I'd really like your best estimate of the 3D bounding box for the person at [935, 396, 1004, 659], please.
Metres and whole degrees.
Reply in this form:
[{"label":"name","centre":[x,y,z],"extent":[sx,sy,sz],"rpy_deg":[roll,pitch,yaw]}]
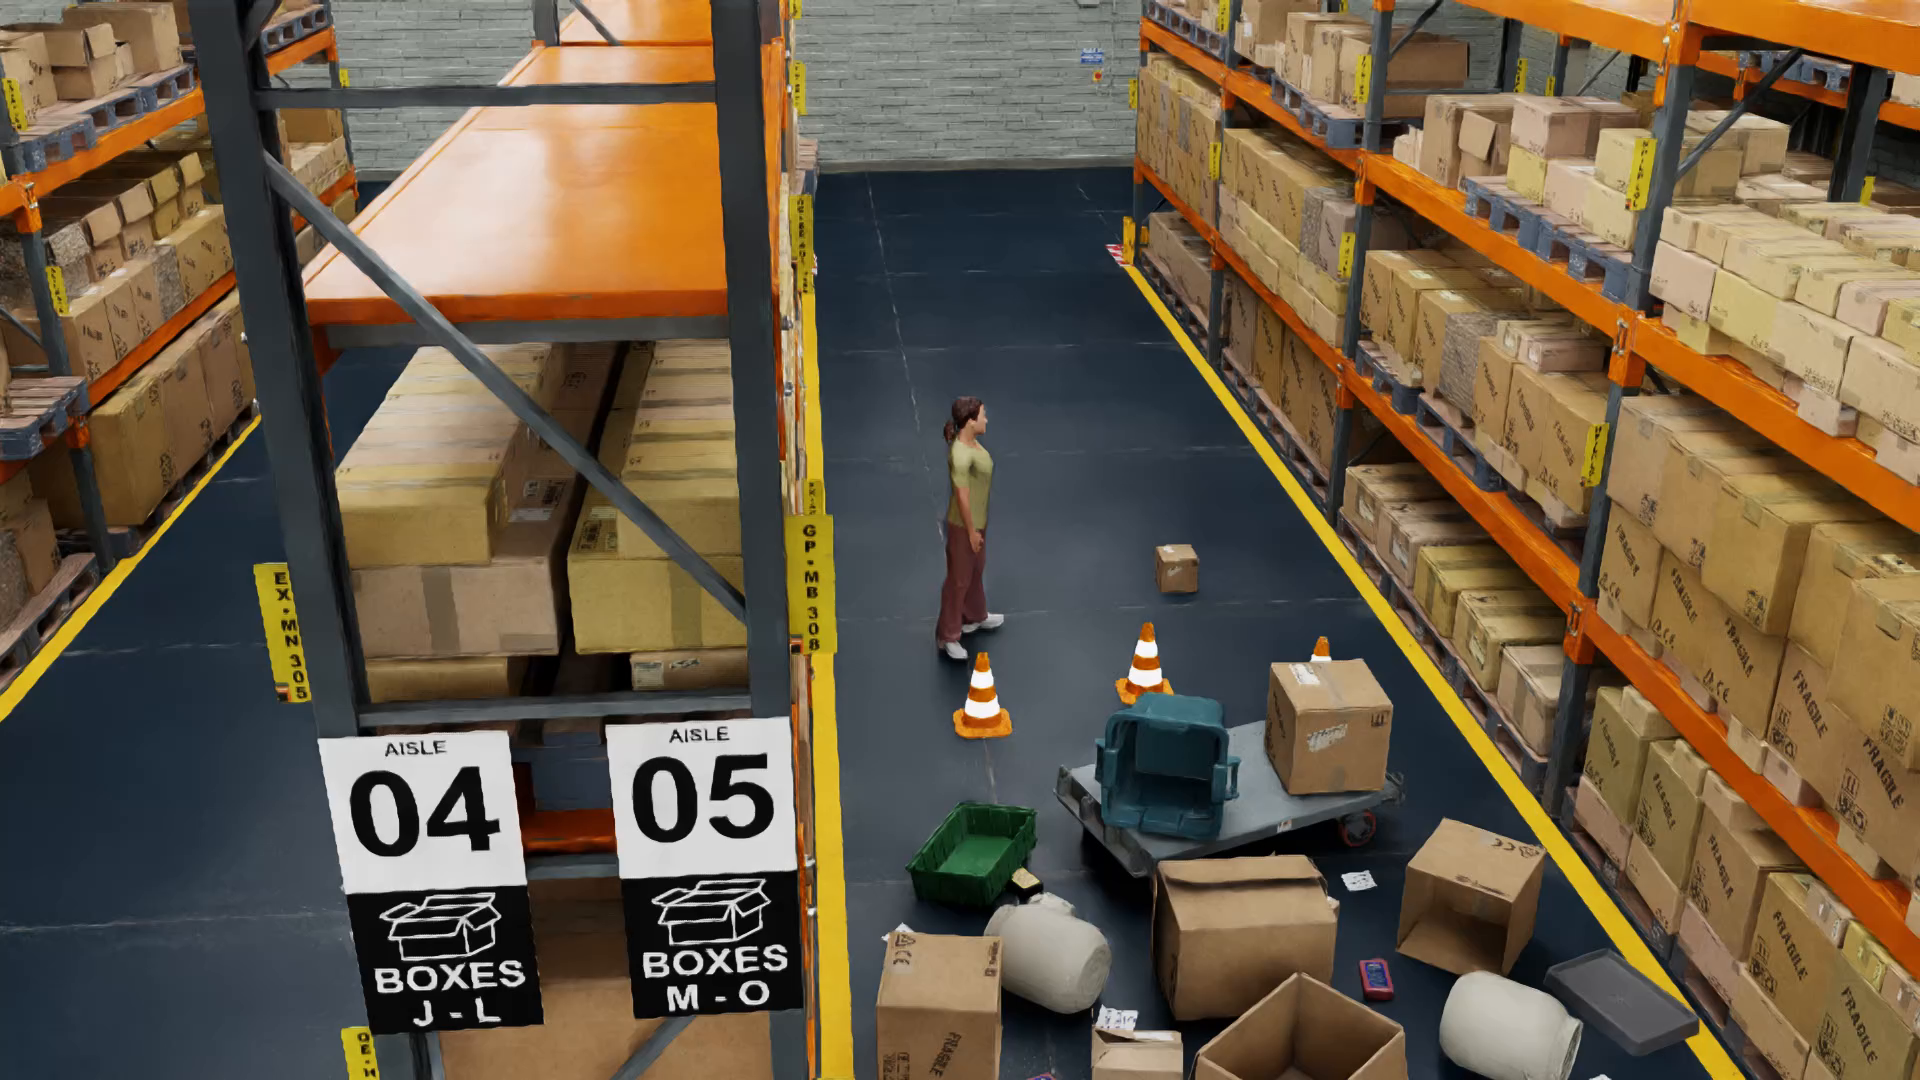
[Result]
[{"label":"person","centre":[0.059,-0.093,10.503],"extent":[0.412,1.637,0.594],"rpy_deg":[3,24,6]}]
